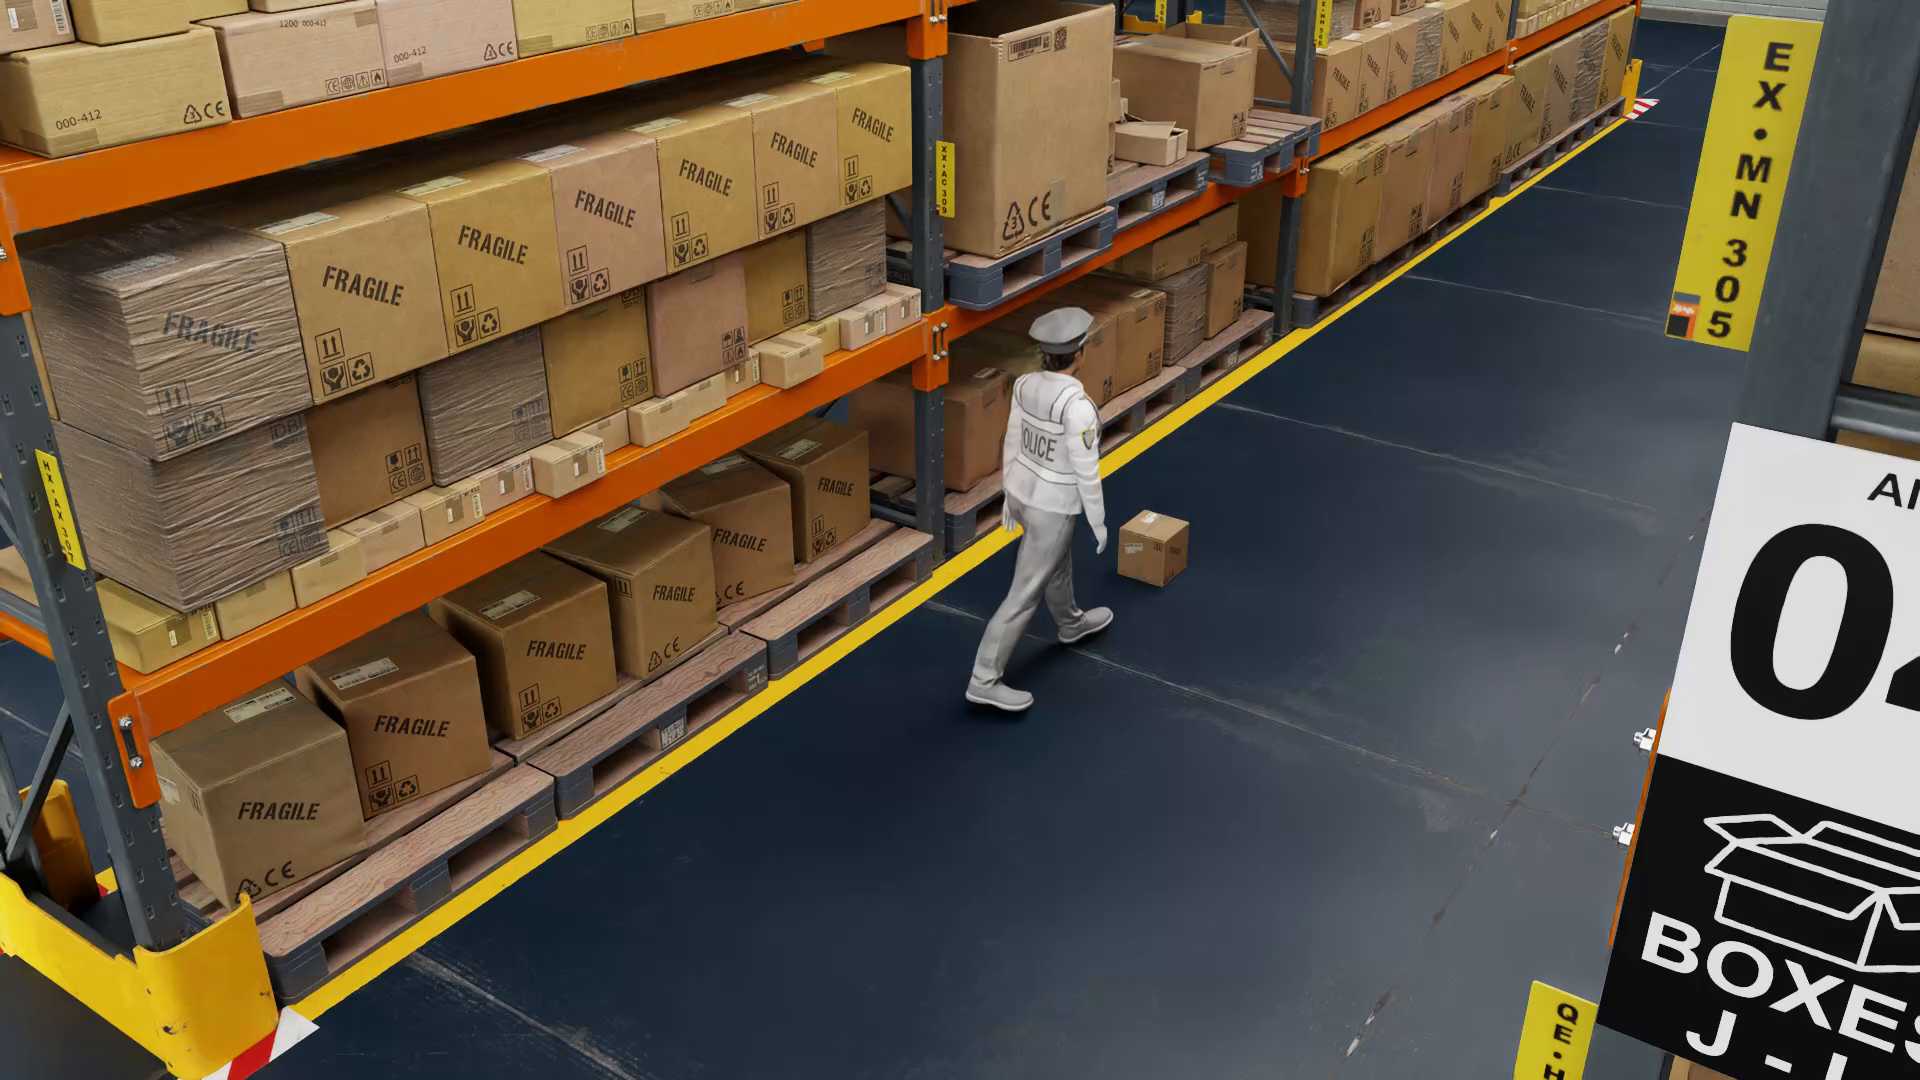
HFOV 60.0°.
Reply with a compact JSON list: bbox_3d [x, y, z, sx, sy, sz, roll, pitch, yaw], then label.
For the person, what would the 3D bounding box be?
[{"bbox_3d":[0.382,-0.154,6.904,0.919,1.627,0.525,-14,30,-25],"label":"person"}]
